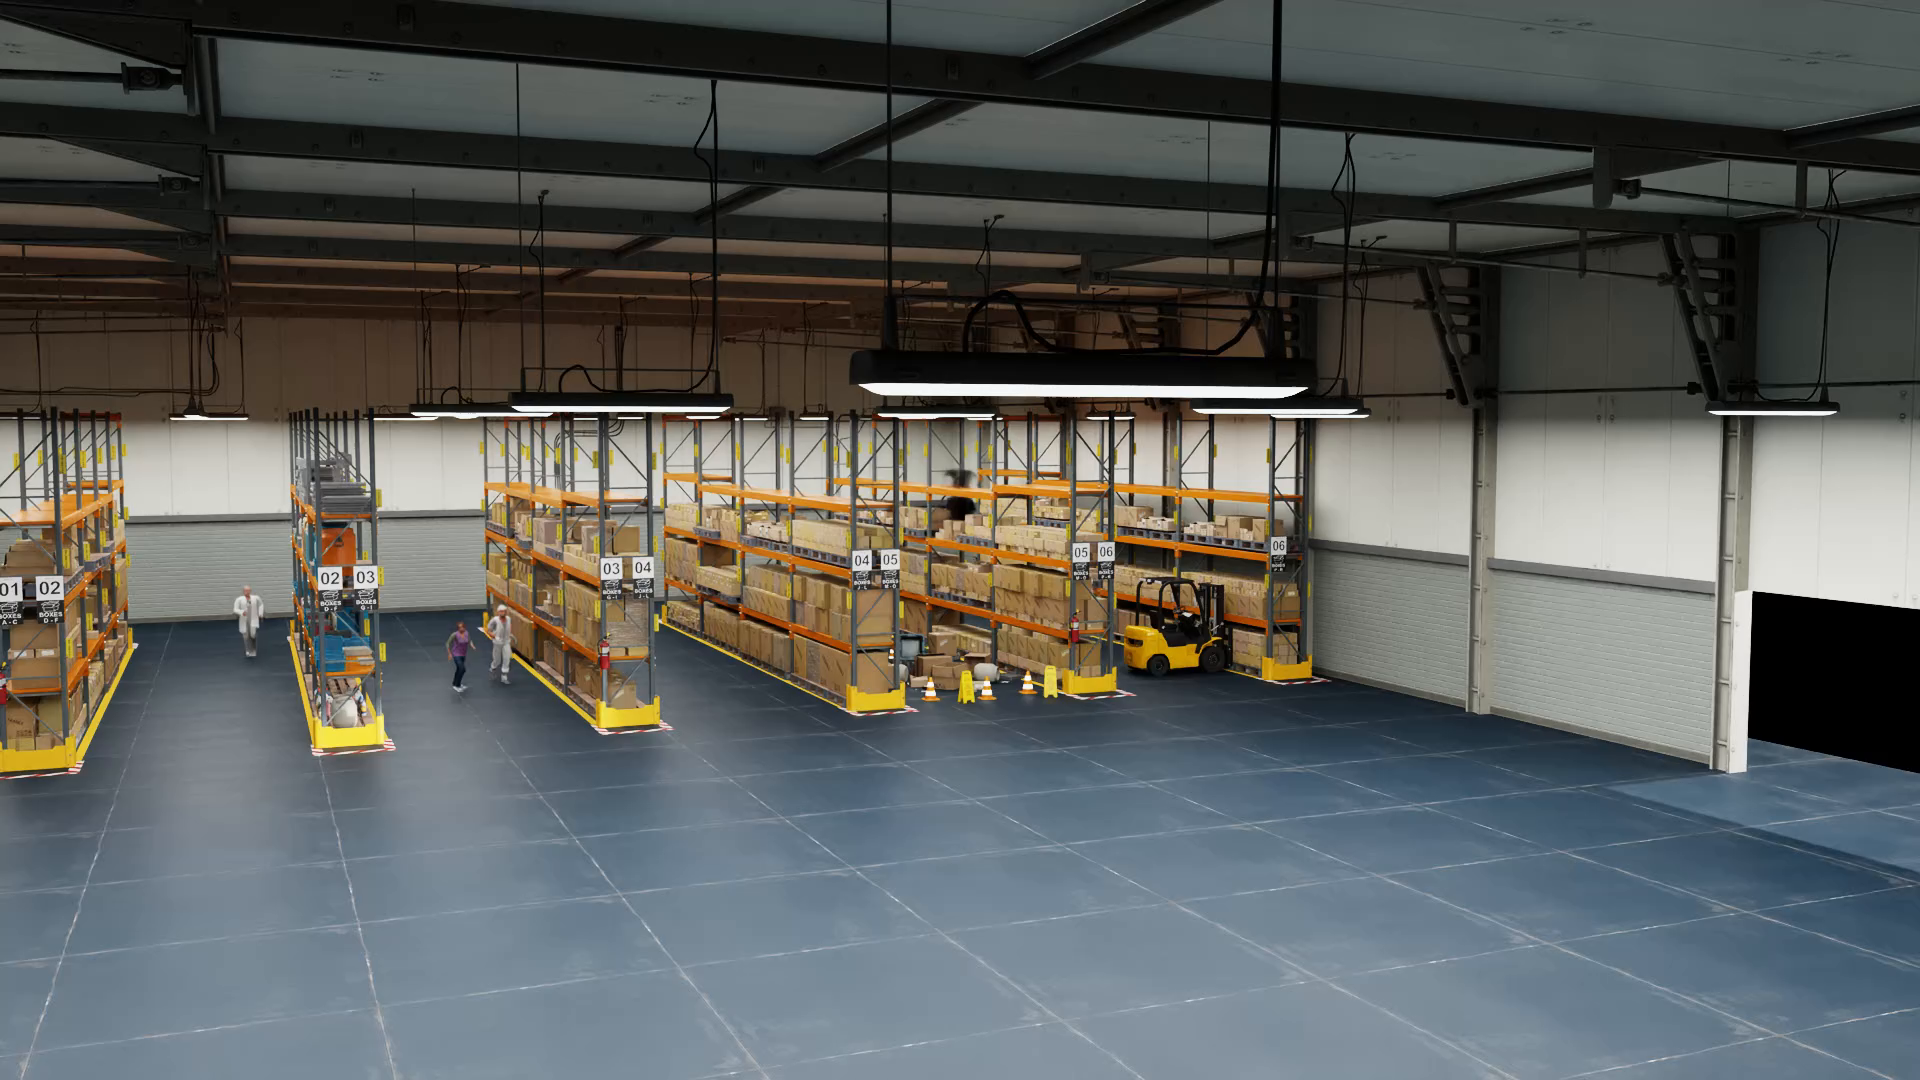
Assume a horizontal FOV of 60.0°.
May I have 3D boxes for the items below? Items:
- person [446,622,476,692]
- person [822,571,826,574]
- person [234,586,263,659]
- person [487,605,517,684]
[{"bbox_3d":[-10.664,2.498,35.596,0.778,1.555,0.554,2,4,24],"label":"person"},{"bbox_3d":[-4.068,1.239,51.279,0.841,1.814,0.699,-3,5,-32],"label":"person"},{"bbox_3d":[-17.329,2.006,40.513,0.652,1.780,0.850,-1,4,-19],"label":"person"},{"bbox_3d":[-10.155,2.284,36.706,0.669,1.746,0.892,-3,5,-34],"label":"person"}]
